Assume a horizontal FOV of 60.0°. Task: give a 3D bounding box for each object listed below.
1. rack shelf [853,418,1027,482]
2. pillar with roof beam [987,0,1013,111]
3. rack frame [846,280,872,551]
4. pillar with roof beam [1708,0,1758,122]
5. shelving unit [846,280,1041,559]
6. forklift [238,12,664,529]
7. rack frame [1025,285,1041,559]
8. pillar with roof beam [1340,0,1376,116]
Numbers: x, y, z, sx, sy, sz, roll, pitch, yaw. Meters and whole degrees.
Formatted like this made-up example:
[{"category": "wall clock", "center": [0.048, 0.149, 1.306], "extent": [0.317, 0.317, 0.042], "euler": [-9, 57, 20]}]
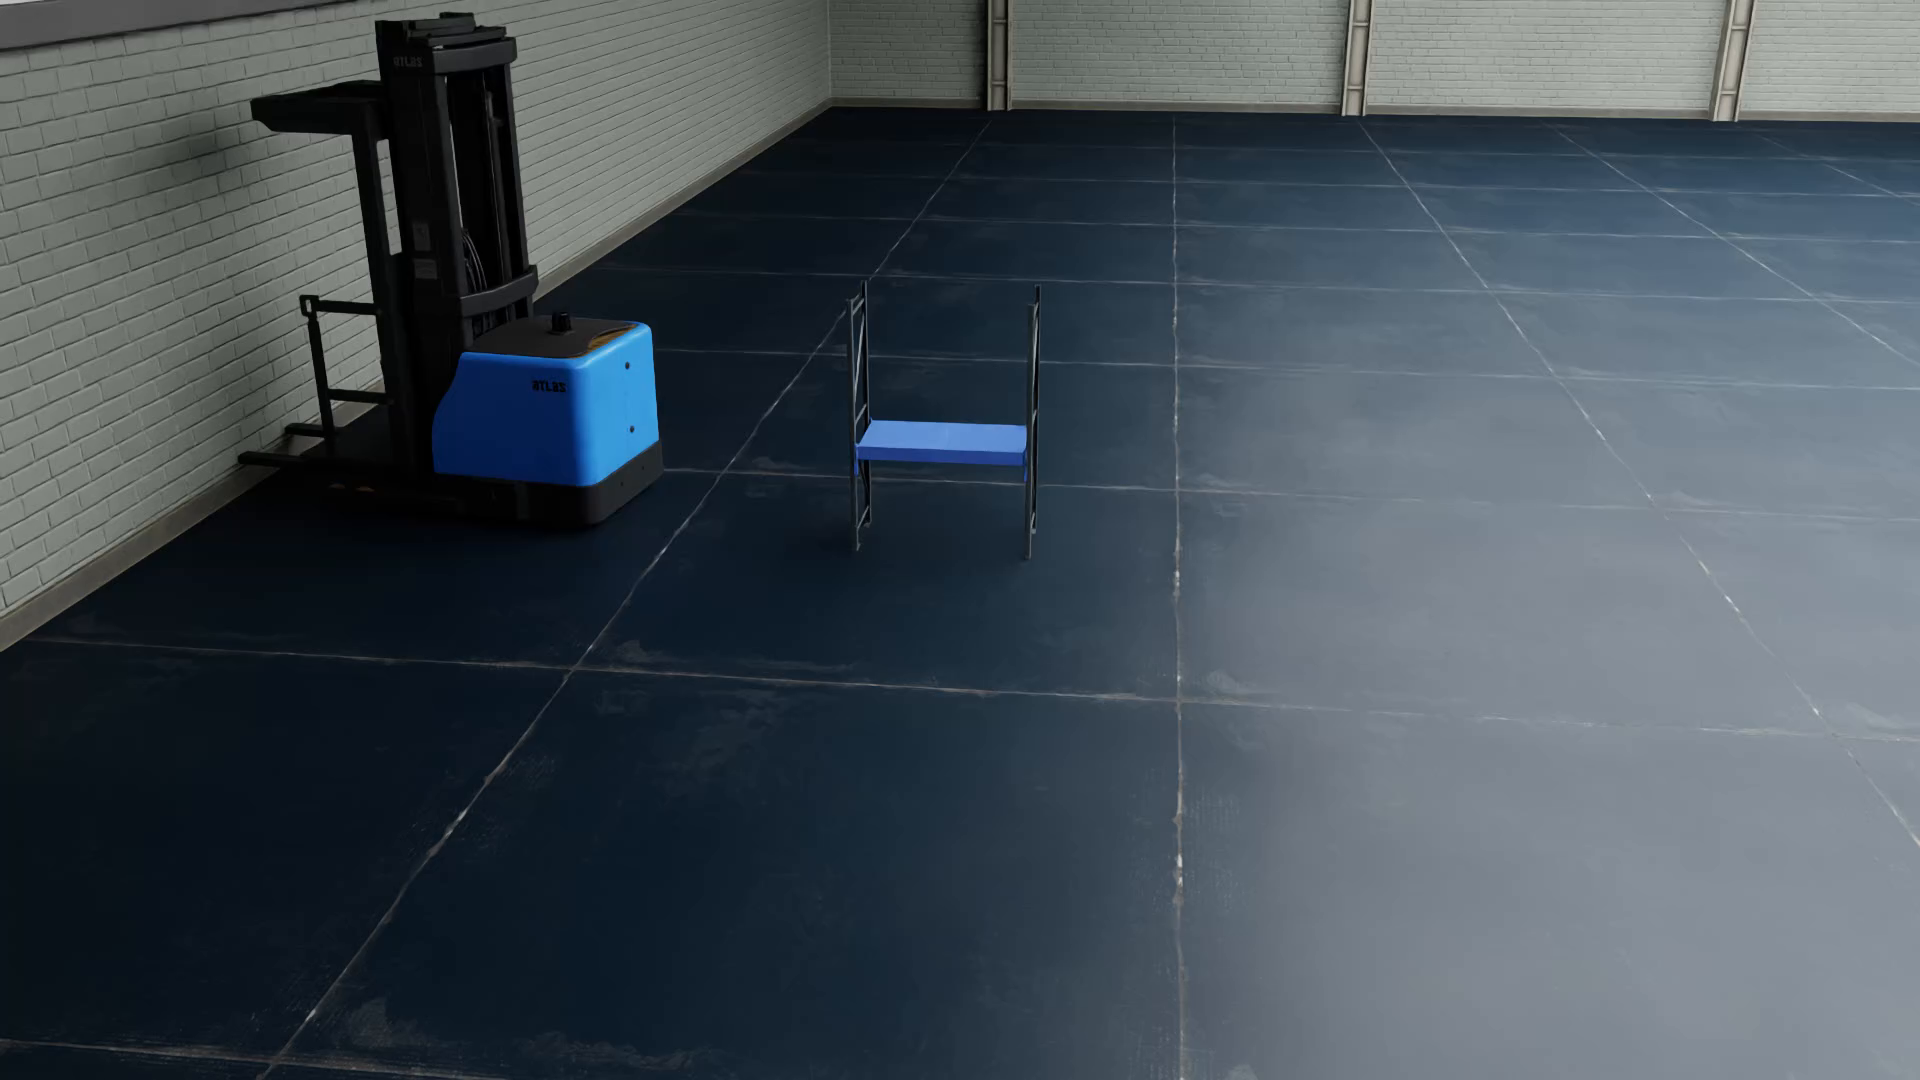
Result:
[{"category": "rack shelf", "center": [-0.085, -0.534, 9.740], "extent": [1.000, 0.185, 0.538], "euler": [2, 22, 6]}, {"category": "pillar with roof beam", "center": [0.177, -10.068, 23.168], "extent": [0.400, 9.000, 9.100], "euler": [2, 22, 6]}, {"category": "rack frame", "center": [-0.590, -0.723, 9.729], "extent": [0.032, 1.500, 0.500], "euler": [2, 22, 6]}, {"category": "pillar with roof beam", "center": [12.093, -9.549, 21.854], "extent": [0.400, 9.000, 9.100], "euler": [2, 22, 6]}, {"category": "shelving unit", "center": [-0.085, -0.701, 9.673], "extent": [1.048, 1.500, 0.538], "euler": [2, 22, 6]}, {"category": "forklift", "center": [-3.506, -1.710, 10.279], "extent": [3.031, 2.935, 1.130], "euler": [6, 22, 14]}, {"category": "rack frame", "center": [0.420, -0.679, 9.618], "extent": [0.032, 1.500, 0.500], "euler": [2, 22, 6]}, {"category": "pillar with roof beam", "center": [6.135, -9.809, 22.511], "extent": [0.400, 9.000, 9.100], "euler": [2, 22, 6]}]
